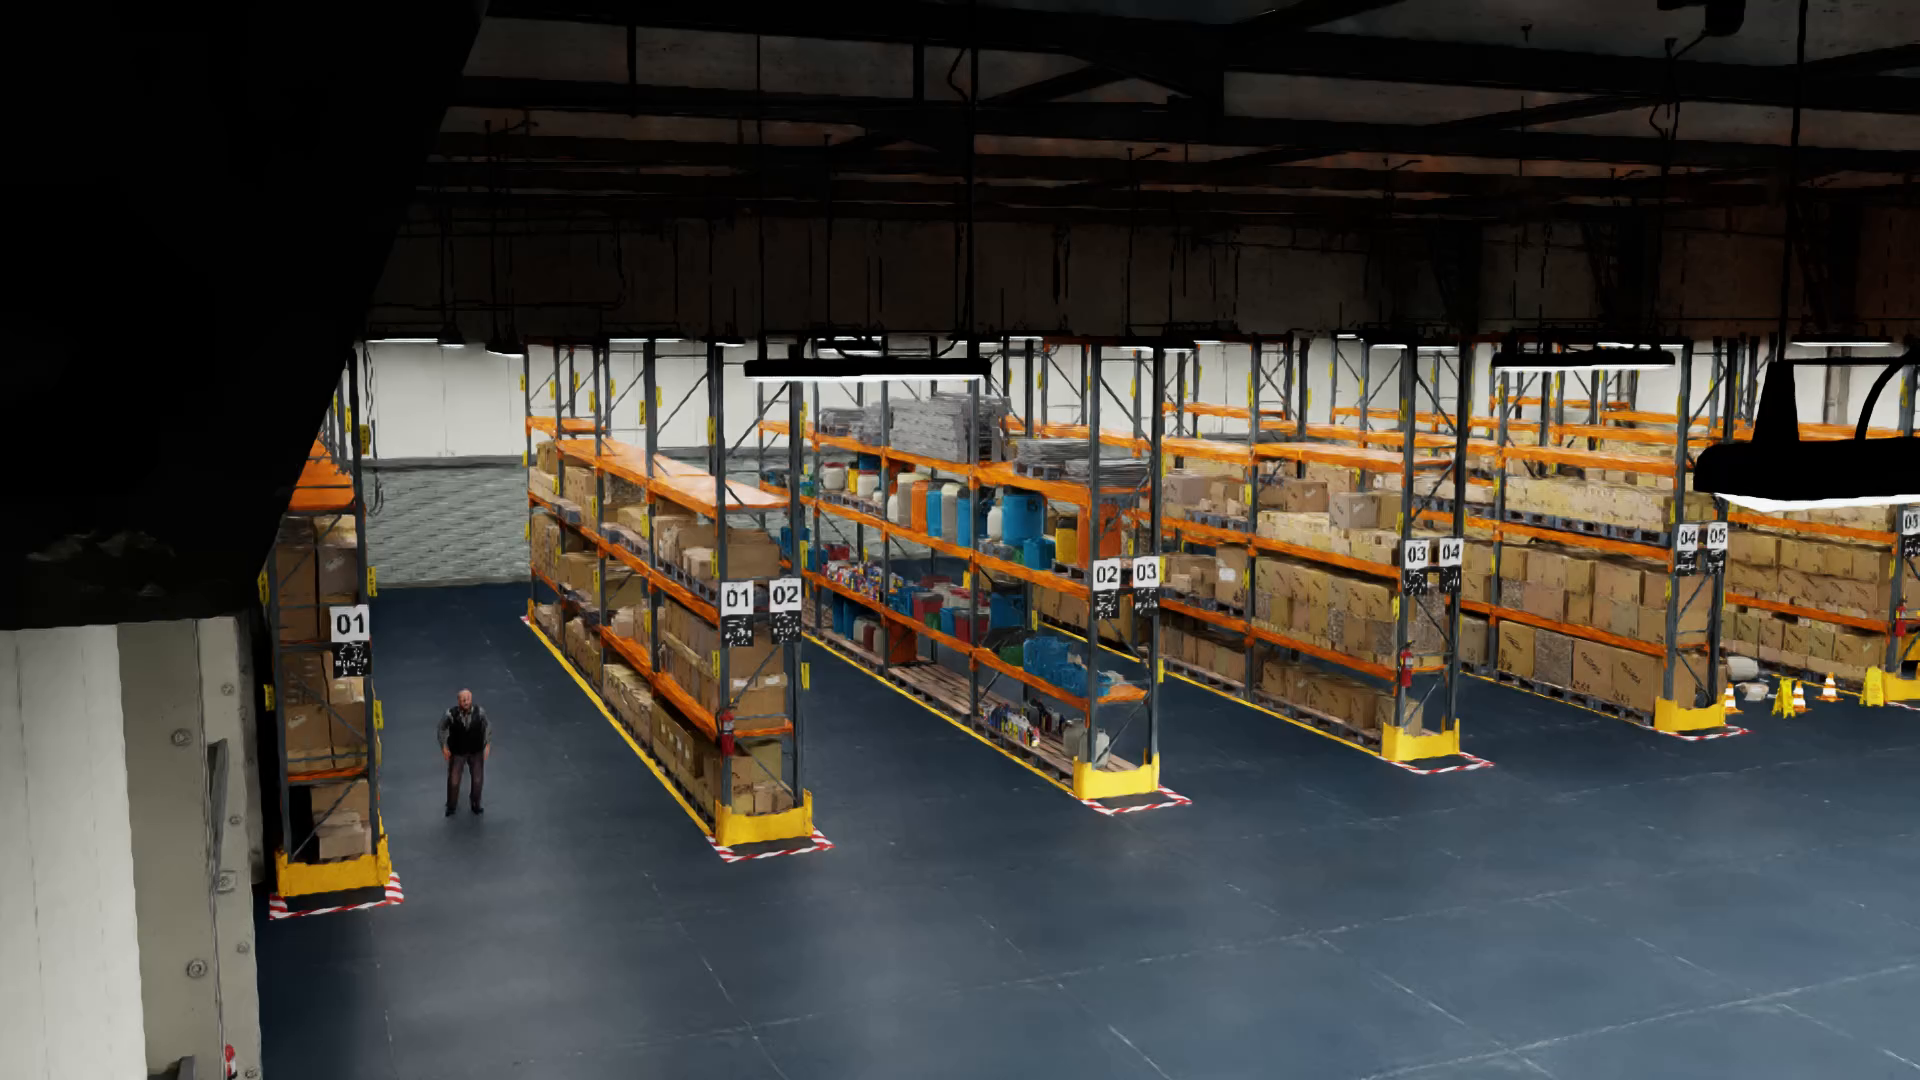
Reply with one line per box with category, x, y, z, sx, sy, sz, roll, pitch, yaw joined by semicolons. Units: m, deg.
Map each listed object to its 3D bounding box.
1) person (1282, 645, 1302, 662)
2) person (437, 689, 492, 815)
person;6.132;1.456;30.645;0.538;1.728;0.362;6;10;40
person;-6.309;2.699;21.216;0.677;1.674;0.534;-3;8;-24
